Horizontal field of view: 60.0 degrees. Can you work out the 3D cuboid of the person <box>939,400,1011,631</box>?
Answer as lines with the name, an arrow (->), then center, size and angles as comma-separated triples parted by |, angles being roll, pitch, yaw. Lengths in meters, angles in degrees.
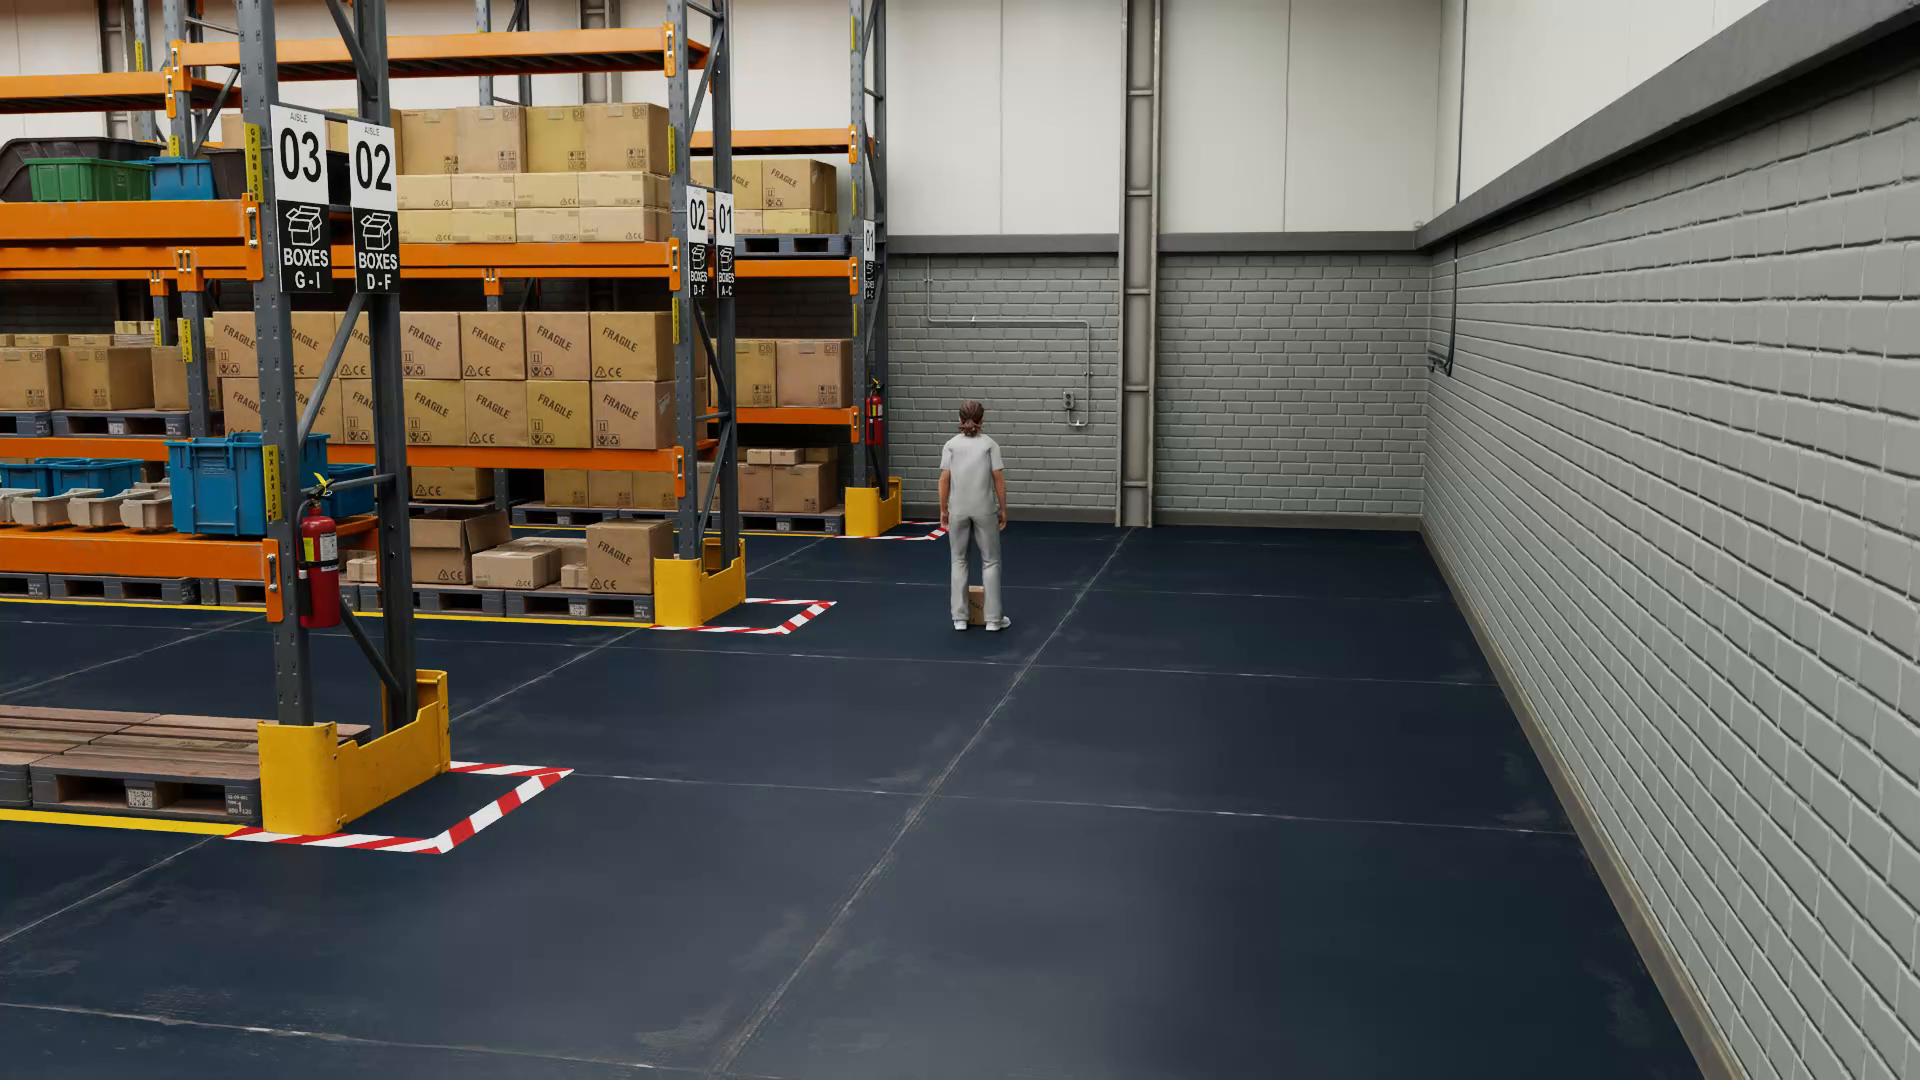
person -> 0.102, -0.172, 12.109 | 0.512, 1.653, 0.353 | 1, 8, 9
